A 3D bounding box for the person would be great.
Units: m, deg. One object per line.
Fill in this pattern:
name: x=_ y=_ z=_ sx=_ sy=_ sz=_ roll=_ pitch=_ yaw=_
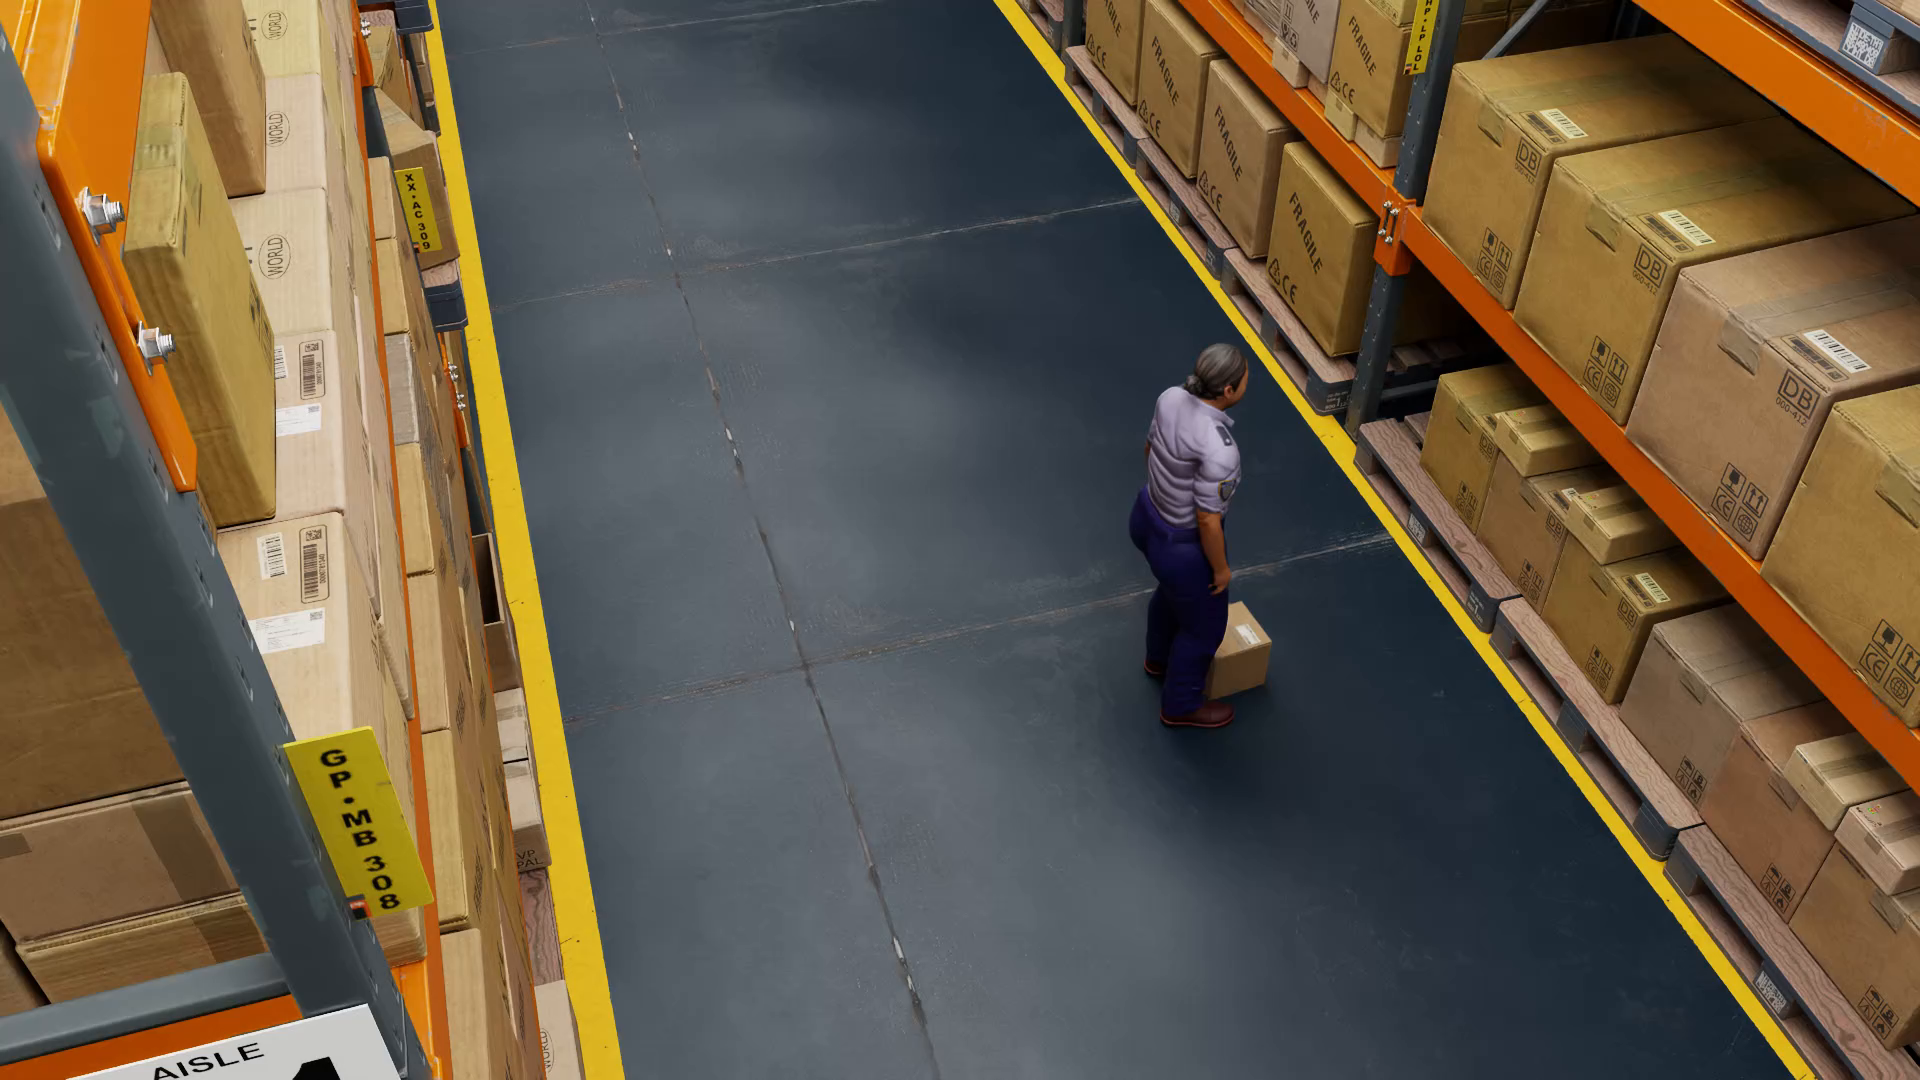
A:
person: x=0.872 y=-0.020 z=6.189 sx=0.424 sy=1.650 sz=0.546 roll=-14 pitch=44 yaw=-14
